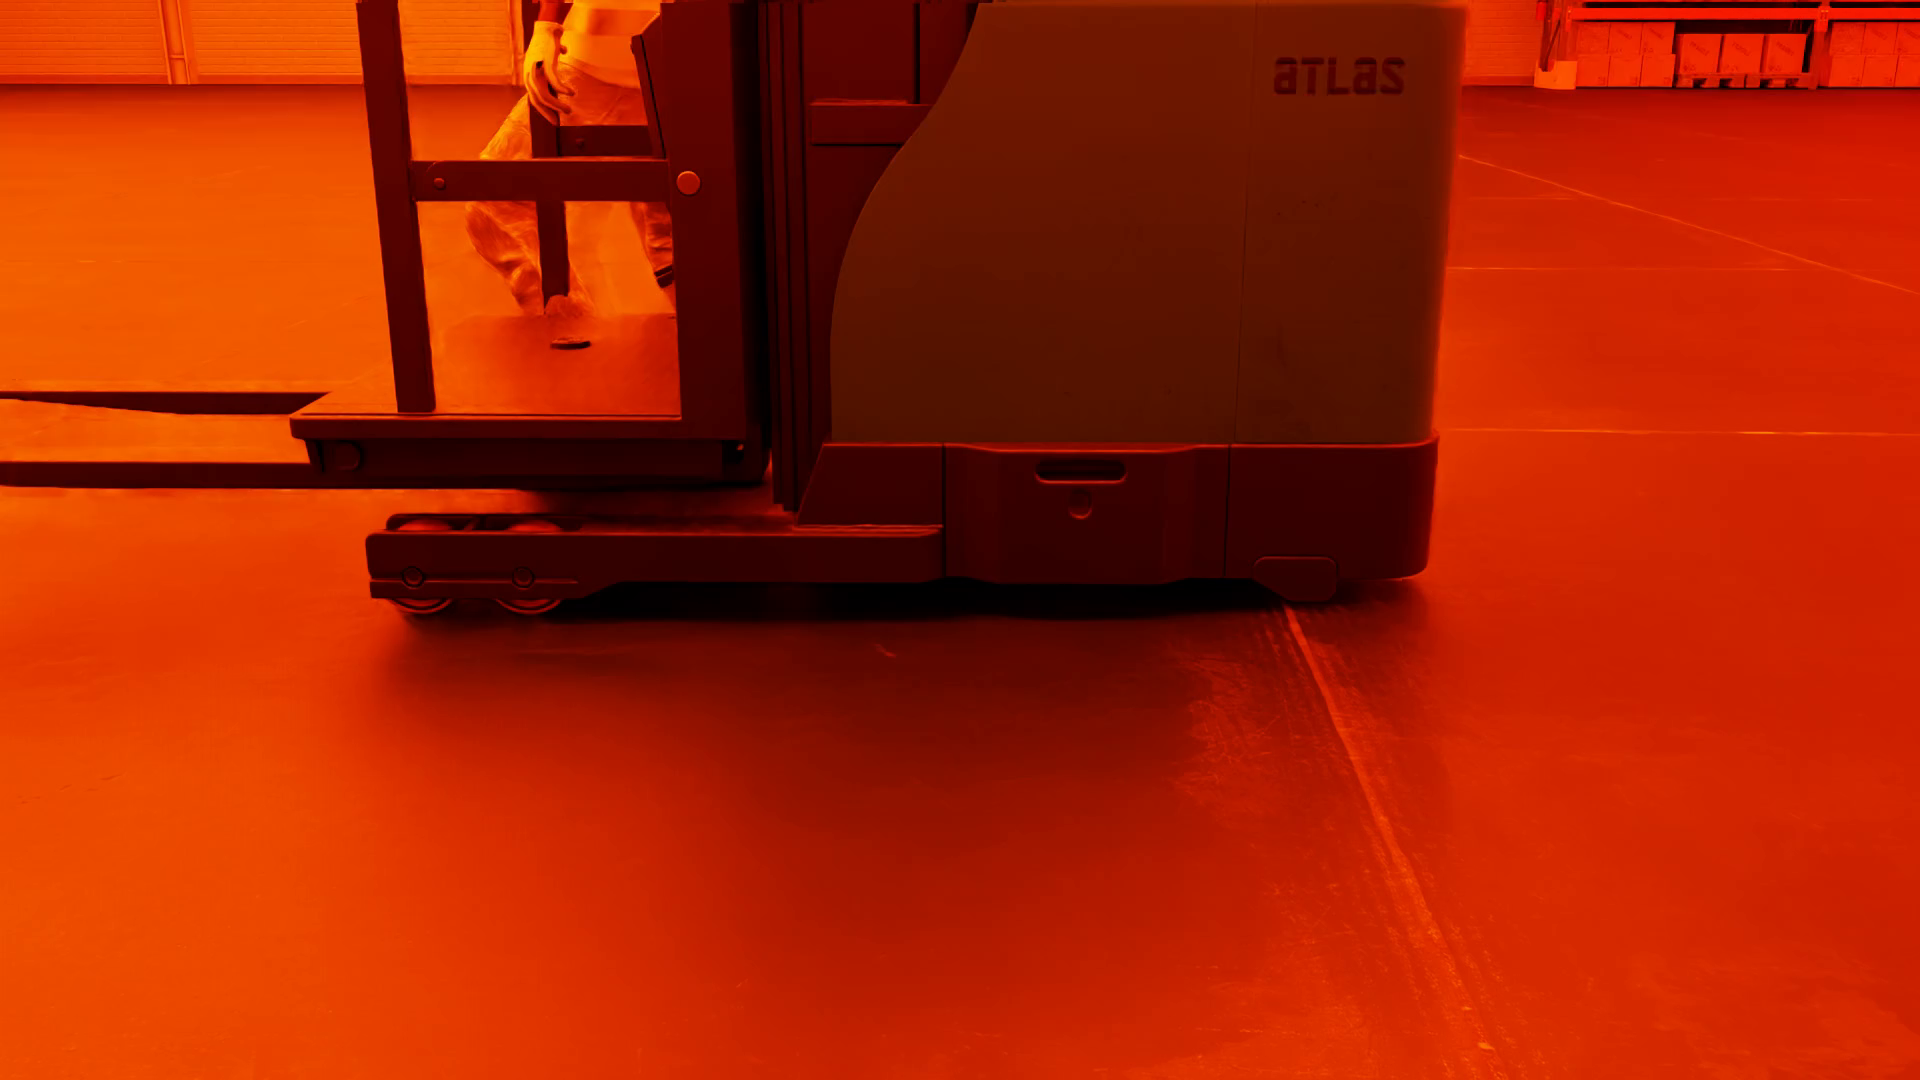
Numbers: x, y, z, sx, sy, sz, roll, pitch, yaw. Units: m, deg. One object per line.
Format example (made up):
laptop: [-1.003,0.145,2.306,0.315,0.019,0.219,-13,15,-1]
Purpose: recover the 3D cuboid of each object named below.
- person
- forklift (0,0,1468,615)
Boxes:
person: [-0.807,-1.102,4.003,0.450,1.733,0.937,9,19,26]
forklift: [-0.665,-1.424,3.015,3.031,2.935,1.130,0,17,1]
